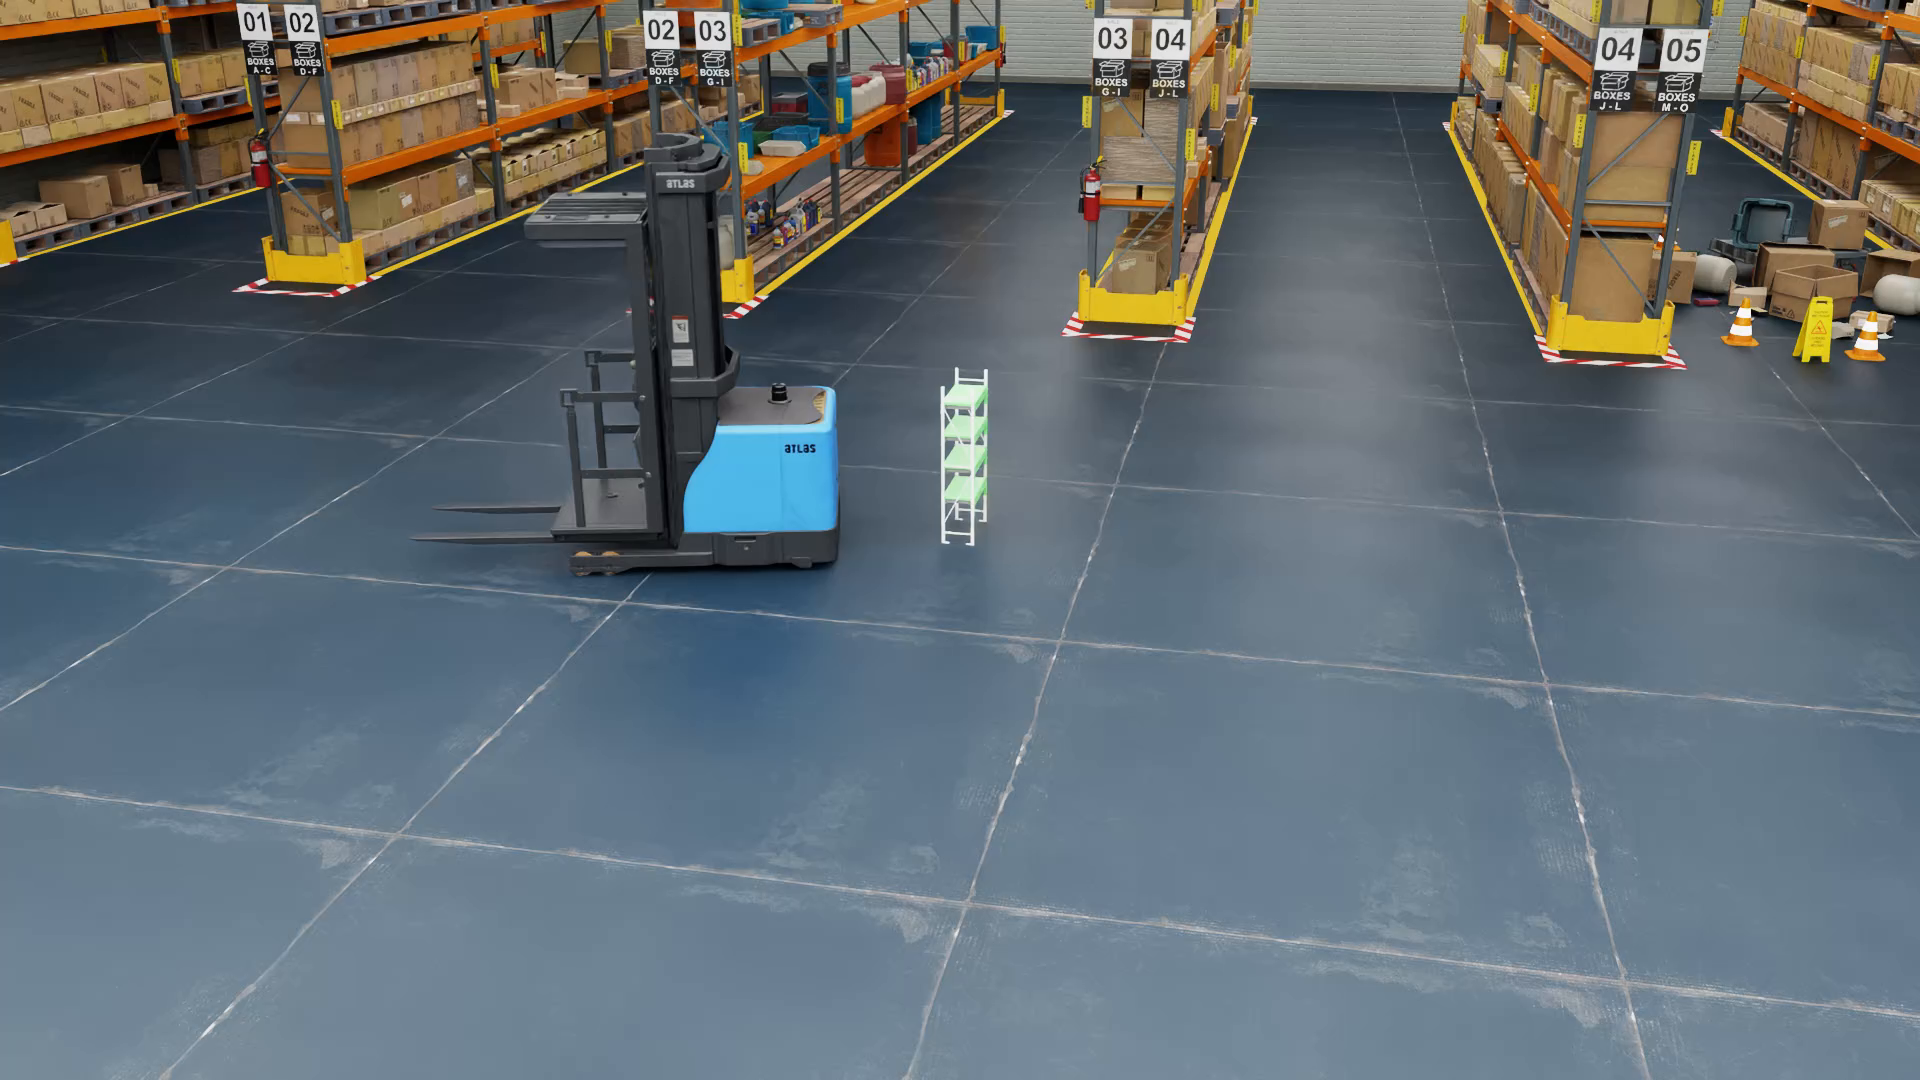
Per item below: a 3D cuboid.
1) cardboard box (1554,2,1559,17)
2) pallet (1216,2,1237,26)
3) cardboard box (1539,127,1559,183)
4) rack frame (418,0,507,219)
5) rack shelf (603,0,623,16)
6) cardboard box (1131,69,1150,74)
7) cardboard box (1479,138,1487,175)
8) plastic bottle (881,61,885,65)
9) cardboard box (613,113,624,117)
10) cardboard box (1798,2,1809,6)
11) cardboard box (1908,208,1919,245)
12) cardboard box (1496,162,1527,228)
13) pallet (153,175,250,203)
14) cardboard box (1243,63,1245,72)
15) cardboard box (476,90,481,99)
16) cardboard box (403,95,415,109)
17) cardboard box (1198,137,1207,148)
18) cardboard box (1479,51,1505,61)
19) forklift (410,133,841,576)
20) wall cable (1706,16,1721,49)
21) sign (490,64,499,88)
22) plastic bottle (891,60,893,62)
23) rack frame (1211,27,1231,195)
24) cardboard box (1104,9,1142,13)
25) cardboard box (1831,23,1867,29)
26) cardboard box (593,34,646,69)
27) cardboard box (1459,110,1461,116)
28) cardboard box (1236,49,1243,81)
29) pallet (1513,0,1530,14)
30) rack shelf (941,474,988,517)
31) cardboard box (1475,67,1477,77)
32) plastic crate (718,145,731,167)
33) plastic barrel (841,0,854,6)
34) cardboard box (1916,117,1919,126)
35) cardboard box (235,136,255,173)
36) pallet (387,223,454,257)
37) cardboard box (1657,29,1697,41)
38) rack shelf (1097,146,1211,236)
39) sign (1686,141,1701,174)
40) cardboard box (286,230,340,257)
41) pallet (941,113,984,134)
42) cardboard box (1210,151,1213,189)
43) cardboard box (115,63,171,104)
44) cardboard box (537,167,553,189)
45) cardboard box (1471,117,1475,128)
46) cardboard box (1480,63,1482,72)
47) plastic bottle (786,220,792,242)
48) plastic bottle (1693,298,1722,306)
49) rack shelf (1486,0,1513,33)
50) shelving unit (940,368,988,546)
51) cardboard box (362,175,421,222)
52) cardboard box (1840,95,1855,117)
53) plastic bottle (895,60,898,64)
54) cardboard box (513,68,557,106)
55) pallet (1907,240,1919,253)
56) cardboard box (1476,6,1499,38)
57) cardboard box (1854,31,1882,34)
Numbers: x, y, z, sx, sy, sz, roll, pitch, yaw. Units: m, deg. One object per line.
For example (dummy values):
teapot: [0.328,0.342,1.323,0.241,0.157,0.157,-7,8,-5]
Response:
cardboard box: [7.031,-6.081,19.063,0.380,0.149,0.250,4,22,11]
pallet: [2.937,-6.796,21.448,1.213,0.211,1.003,4,22,11]
cardboard box: [7.163,-4.401,19.065,0.875,0.550,0.550,4,22,11]
rack frame: [-6.990,-6.030,23.311,1.000,3.000,0.127,4,22,11]
rack shelf: [-5.766,-9.282,28.334,1.077,0.370,4.000,4,22,11]
cardboard box: [2.072,-5.227,19.447,0.500,0.500,0.500,4,22,11]
cardboard box: [8.438,-6.002,26.024,0.500,0.500,0.500,3,22,9]
plastic bottle: [-1.289,-7.861,27.923,0.144,0.351,0.185,4,22,11]
cardboard box: [-6.107,-7.087,28.692,0.500,0.500,0.500,4,22,9]
cardboard box: [14.981,-9.376,29.278,0.380,0.149,0.250,4,22,10]
cardboard box: [12.656,-3.949,21.100,0.950,0.372,0.625,6,23,14]
cardboard box: [7.781,-4.596,22.200,1.050,0.750,0.750,4,22,11]
pallet: [-11.683,-5.398,25.474,1.003,0.211,1.213,4,22,11]
cardboard box: [4.832,-8.358,29.428,0.380,0.149,0.250,5,23,13]
cardboard box: [-9.849,-8.817,33.014,0.700,0.500,0.500,4,22,10]
cardboard box: [-7.201,-5.604,21.250,0.380,0.149,0.250,5,22,11]
cardboard box: [2.951,-5.056,21.229,0.380,0.149,0.250,4,22,11]
cardboard box: [8.433,-7.649,26.308,0.380,0.149,0.250,4,22,10]
forklift: [-2.402,-1.309,11.681,3.031,2.935,1.130,-1,22,-2]
wall cable: [15.985,-11.457,35.383,0.585,1.953,0.123,4,22,11]
sign: [-6.447,-6.427,23.031,0.100,0.325,0.005,4,22,11]
plastic bottle: [-1.183,-8.096,28.598,0.061,0.283,0.133,4,22,11]
rack frame: [3.523,-6.736,25.065,1.000,3.000,0.127,4,22,11]
cardboard box: [1.786,-5.731,18.220,0.380,0.149,0.250,5,22,11]
cardboard box: [14.375,-8.110,27.003,0.500,0.500,0.500,5,22,11]
cardboard box: [-5.782,-8.293,28.234,0.700,0.500,0.500,9,24,21]
cardboard box: [9.521,-7.990,31.032,0.380,0.149,0.250,4,22,11]
cardboard box: [4.511,-8.054,28.202,0.500,0.500,0.500,5,22,11]
pallet: [8.279,-7.386,22.915,1.213,0.211,1.003,6,23,13]
rack shelf: [0.034,-0.335,12.393,0.258,0.148,0.480,4,22,11]
cardboard box: [8.538,-7.561,26.885,0.380,0.149,0.250,5,22,11]
plastic crate: [-3.011,-4.562,19.865,0.499,0.251,0.408,4,22,11]
plastic barrel: [-1.839,-8.182,24.063,0.600,0.830,0.708,4,22,11]
cardboard box: [12.716,-5.458,21.664,0.380,0.149,0.250,5,23,13]
cardboard box: [-11.507,-6.098,26.236,0.700,0.500,0.500,5,22,12]
pallet: [-7.440,-4.002,22.007,1.003,0.211,1.213,4,22,11]
cardboard box: [7.109,-5.013,16.410,0.380,0.149,0.250,5,22,11]
rack shelf: [2.299,-4.208,19.751,1.077,0.370,4.000,4,22,11]
sign: [7.268,-3.789,16.483,0.100,0.325,0.005,4,22,11]
cardboard box: [-7.986,-3.705,20.657,0.500,0.250,0.500,4,22,11]
pallet: [-0.151,-8.003,31.942,1.003,0.211,1.213,4,22,11]
cardboard box: [3.406,-5.535,24.838,0.700,0.500,0.500,3,22,8]
cardboard box: [-11.634,-6.497,23.642,0.500,0.500,0.500,4,22,11]
cardboard box: [-6.457,-5.455,25.001,0.500,0.250,0.500,4,22,9]
cardboard box: [9.005,-7.179,28.622,0.380,0.149,0.250,5,22,12]
cardboard box: [8.381,-7.411,26.117,0.380,0.149,0.250,4,22,10]
plastic bottle: [-2.193,-3.928,21.155,0.097,0.271,0.097,0,22,0]
plastic bottle: [8.568,-2.729,19.047,0.283,0.061,0.133,-3,22,-8]
rack shelf: [8.766,-8.111,25.425,1.077,0.370,4.000,4,22,11]
shelving unit: [0.034,-0.617,12.280,0.258,1.200,0.503,4,22,11]
cardboard box: [-7.290,-4.380,21.330,0.500,0.500,0.500,4,22,11]
cardboard box: [13.162,-6.304,24.193,0.500,0.250,0.500,5,22,12]
plastic bottle: [-1.102,-8.203,28.878,0.097,0.271,0.097,0,22,0]
cardboard box: [-6.501,-6.924,25.398,0.500,0.500,0.500,3,22,8]
pallet: [12.566,-3.510,20.785,1.003,0.211,1.213,4,22,11]
cardboard box: [9.106,-8.814,28.354,0.500,0.500,0.500,4,22,9]
cardboard box: [14.097,-7.582,25.692,0.500,0.500,0.500,5,22,12]
